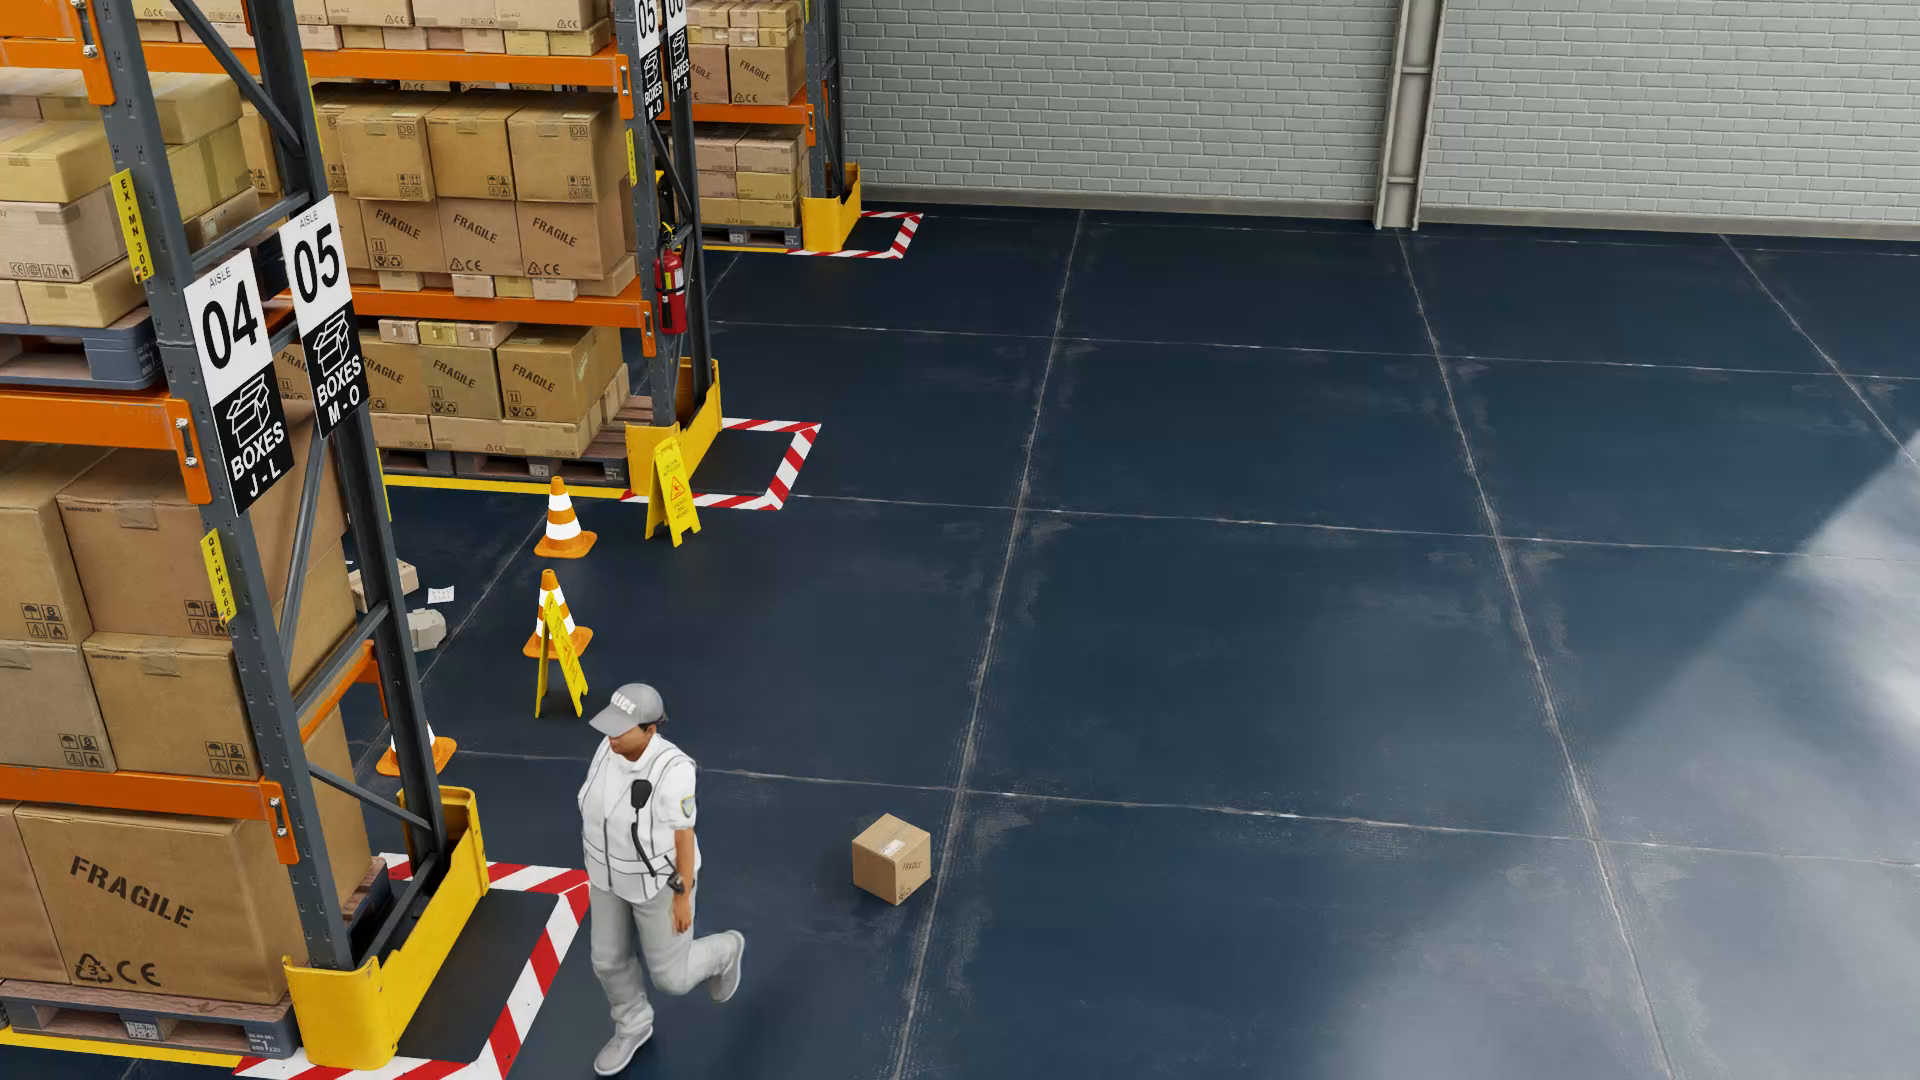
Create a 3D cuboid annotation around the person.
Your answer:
[{"bbox_3d":[-1.177,1.250,6.294,0.471,1.641,0.655,15,32,25],"label":"person"}]
